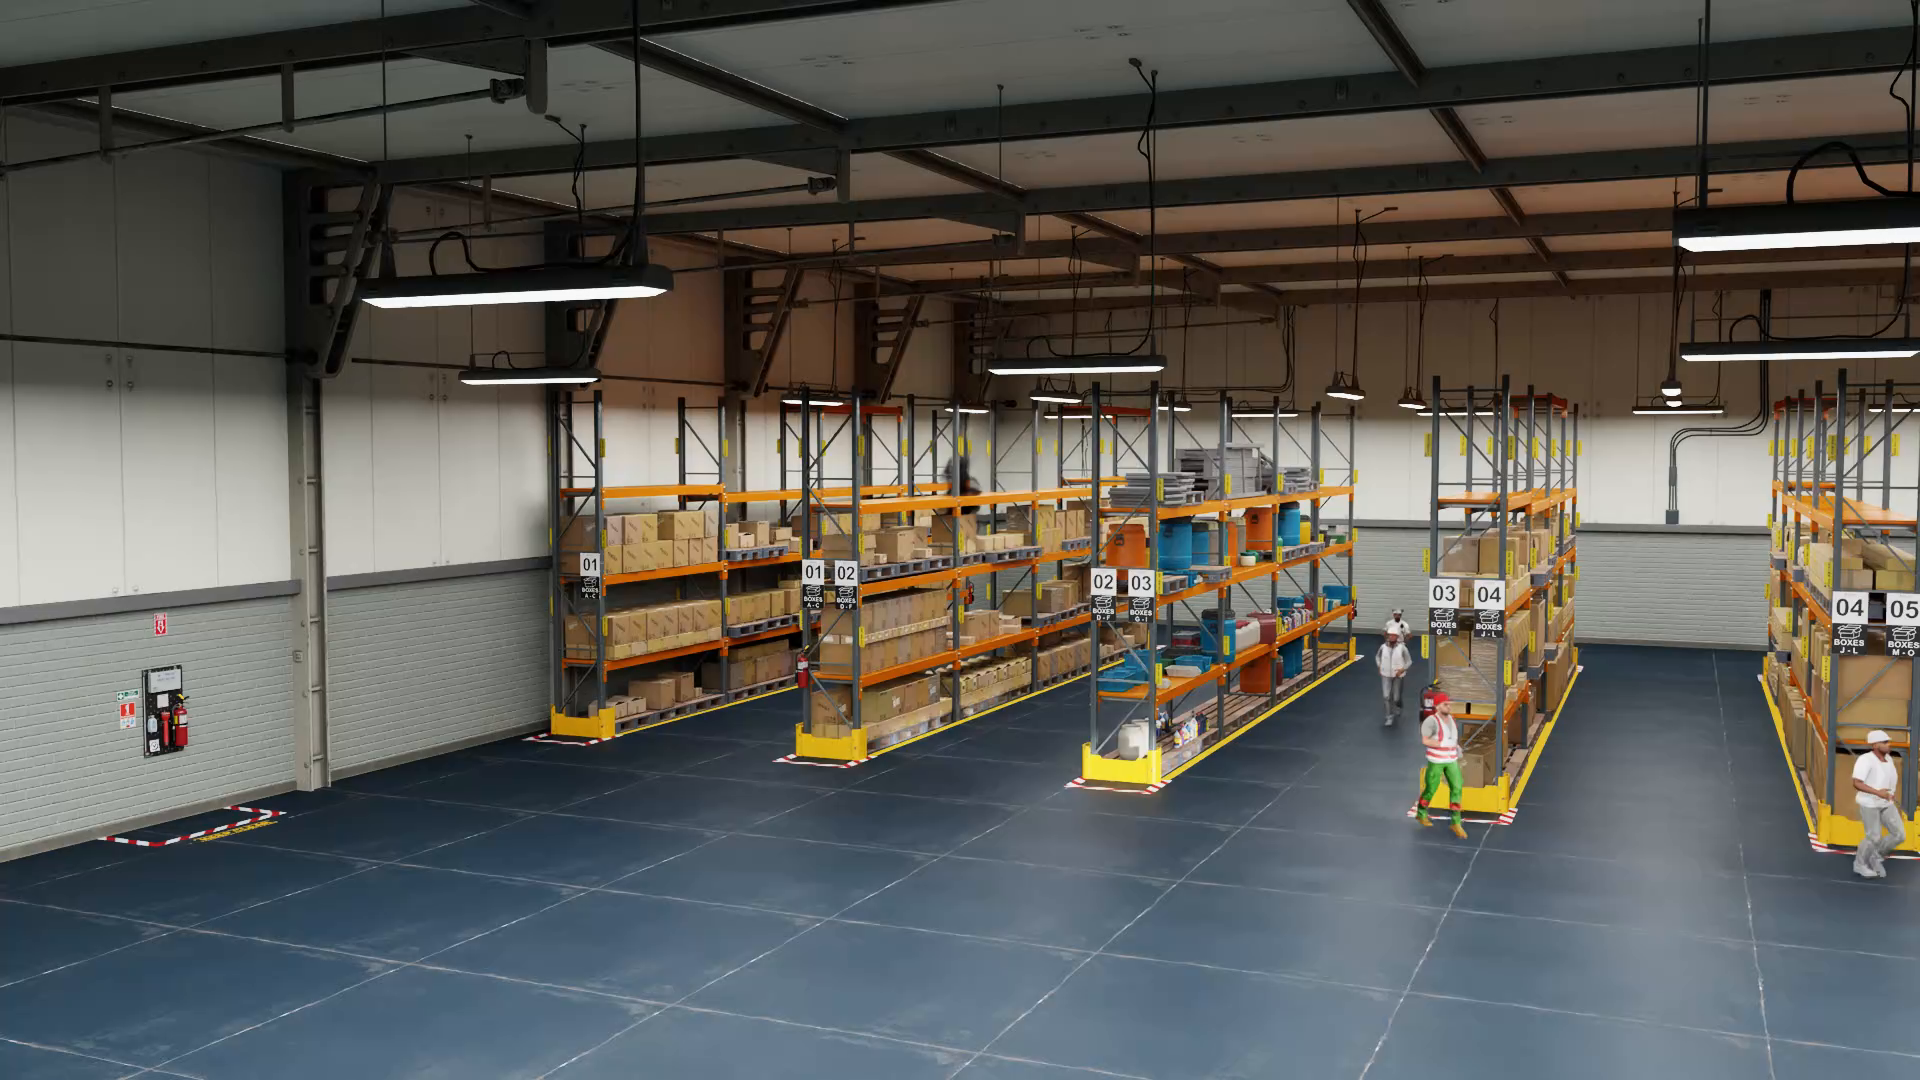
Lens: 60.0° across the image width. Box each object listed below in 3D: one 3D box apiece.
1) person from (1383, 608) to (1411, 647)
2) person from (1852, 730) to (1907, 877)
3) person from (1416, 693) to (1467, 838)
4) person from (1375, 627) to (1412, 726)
[{"bbox_3d":[9.128,2.253,34.757,0.579,1.700,0.860,1,3,15],"label":"person"},{"bbox_3d":[10.637,3.063,19.233,0.698,1.734,0.624,-1,3,-22],"label":"person"},{"bbox_3d":[6.253,2.889,21.557,0.672,1.815,0.829,-1,3,-21],"label":"person"},{"bbox_3d":[7.863,2.460,30.198,0.673,1.753,0.789,1,3,24],"label":"person"}]
